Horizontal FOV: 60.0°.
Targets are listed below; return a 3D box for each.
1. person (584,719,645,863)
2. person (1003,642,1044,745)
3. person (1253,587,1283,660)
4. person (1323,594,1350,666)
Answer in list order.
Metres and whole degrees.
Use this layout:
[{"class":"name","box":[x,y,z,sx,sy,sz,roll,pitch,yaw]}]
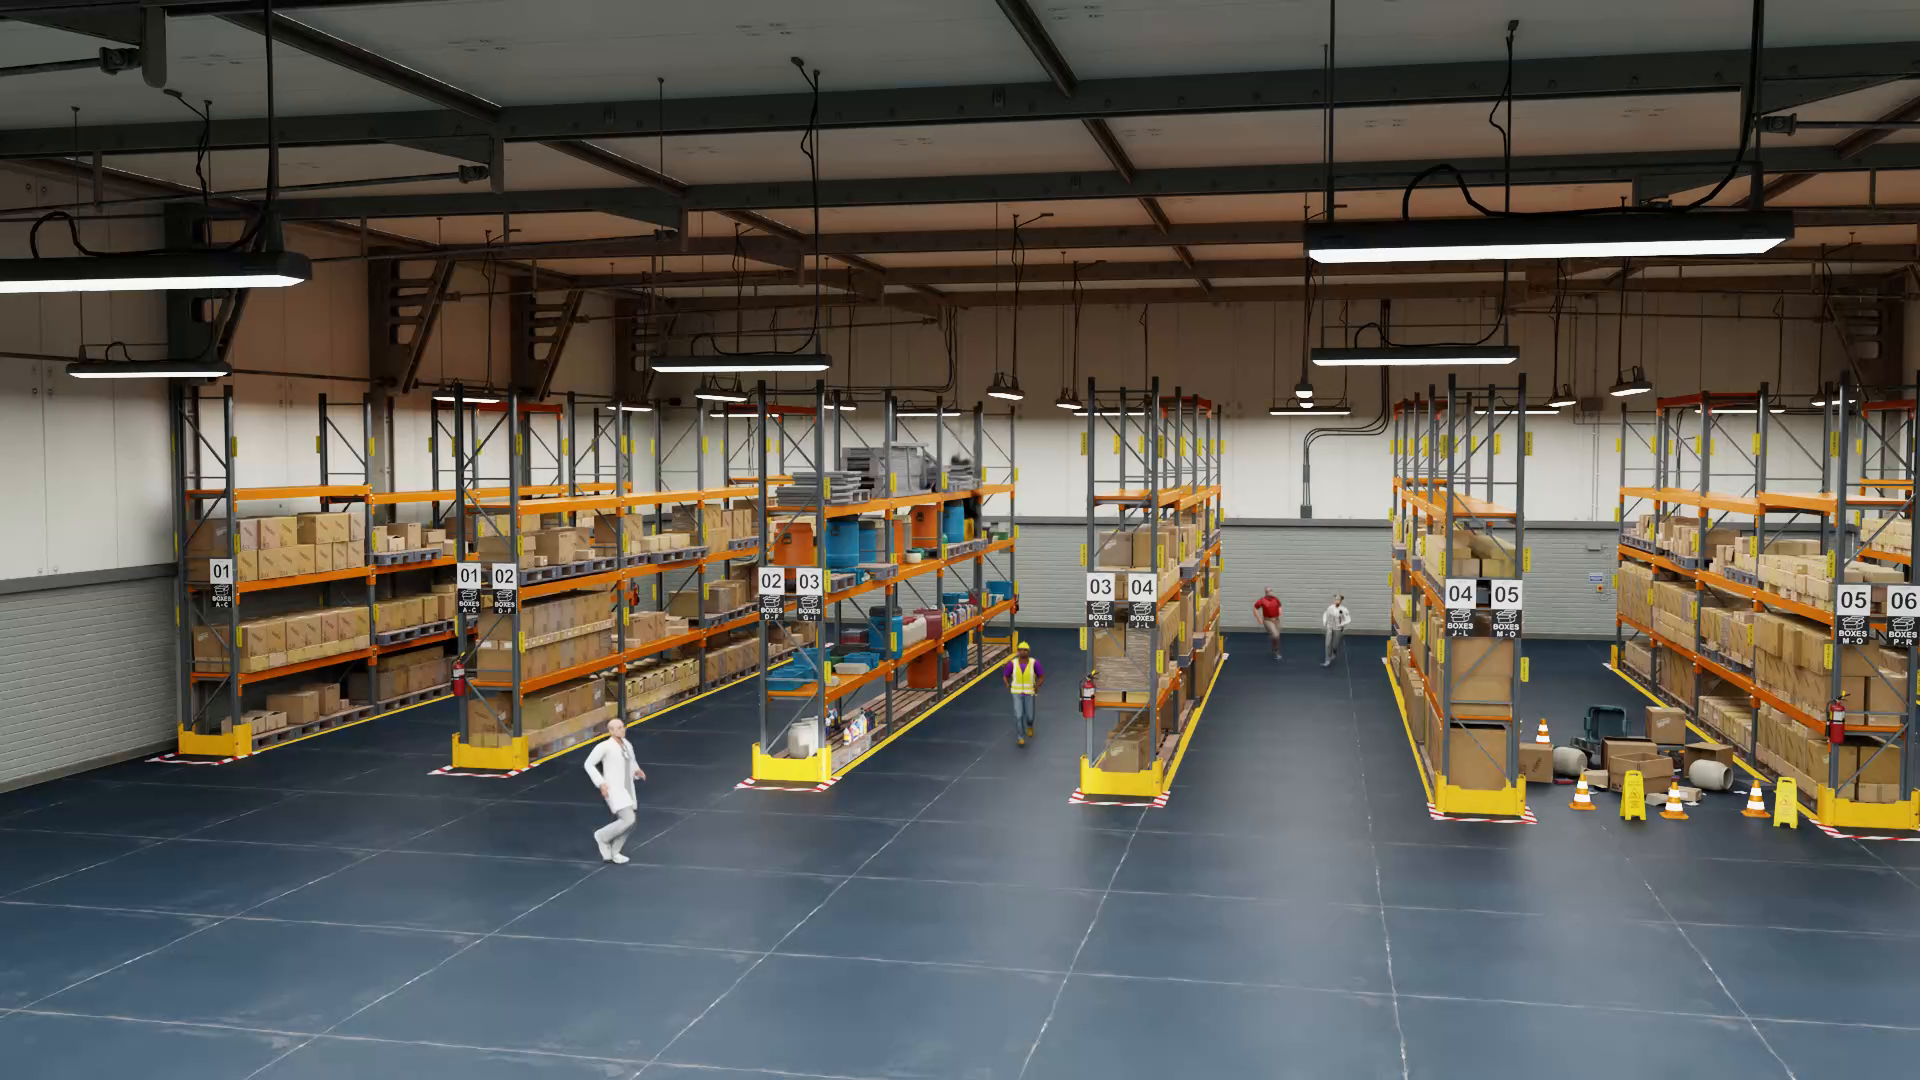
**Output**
[{"class":"person","box":[-4.057,3.056,19.929,0.620,1.652,0.699,2,4,27]},{"class":"person","box":[1.065,2.574,28.010,0.697,1.717,0.609,0,3,5]},{"class":"person","box":[7.342,1.983,39.304,0.717,1.754,0.657,-1,3,-22]},{"class":"person","box":[8.649,2.053,38.237,0.659,1.657,0.666,2,4,30]}]
